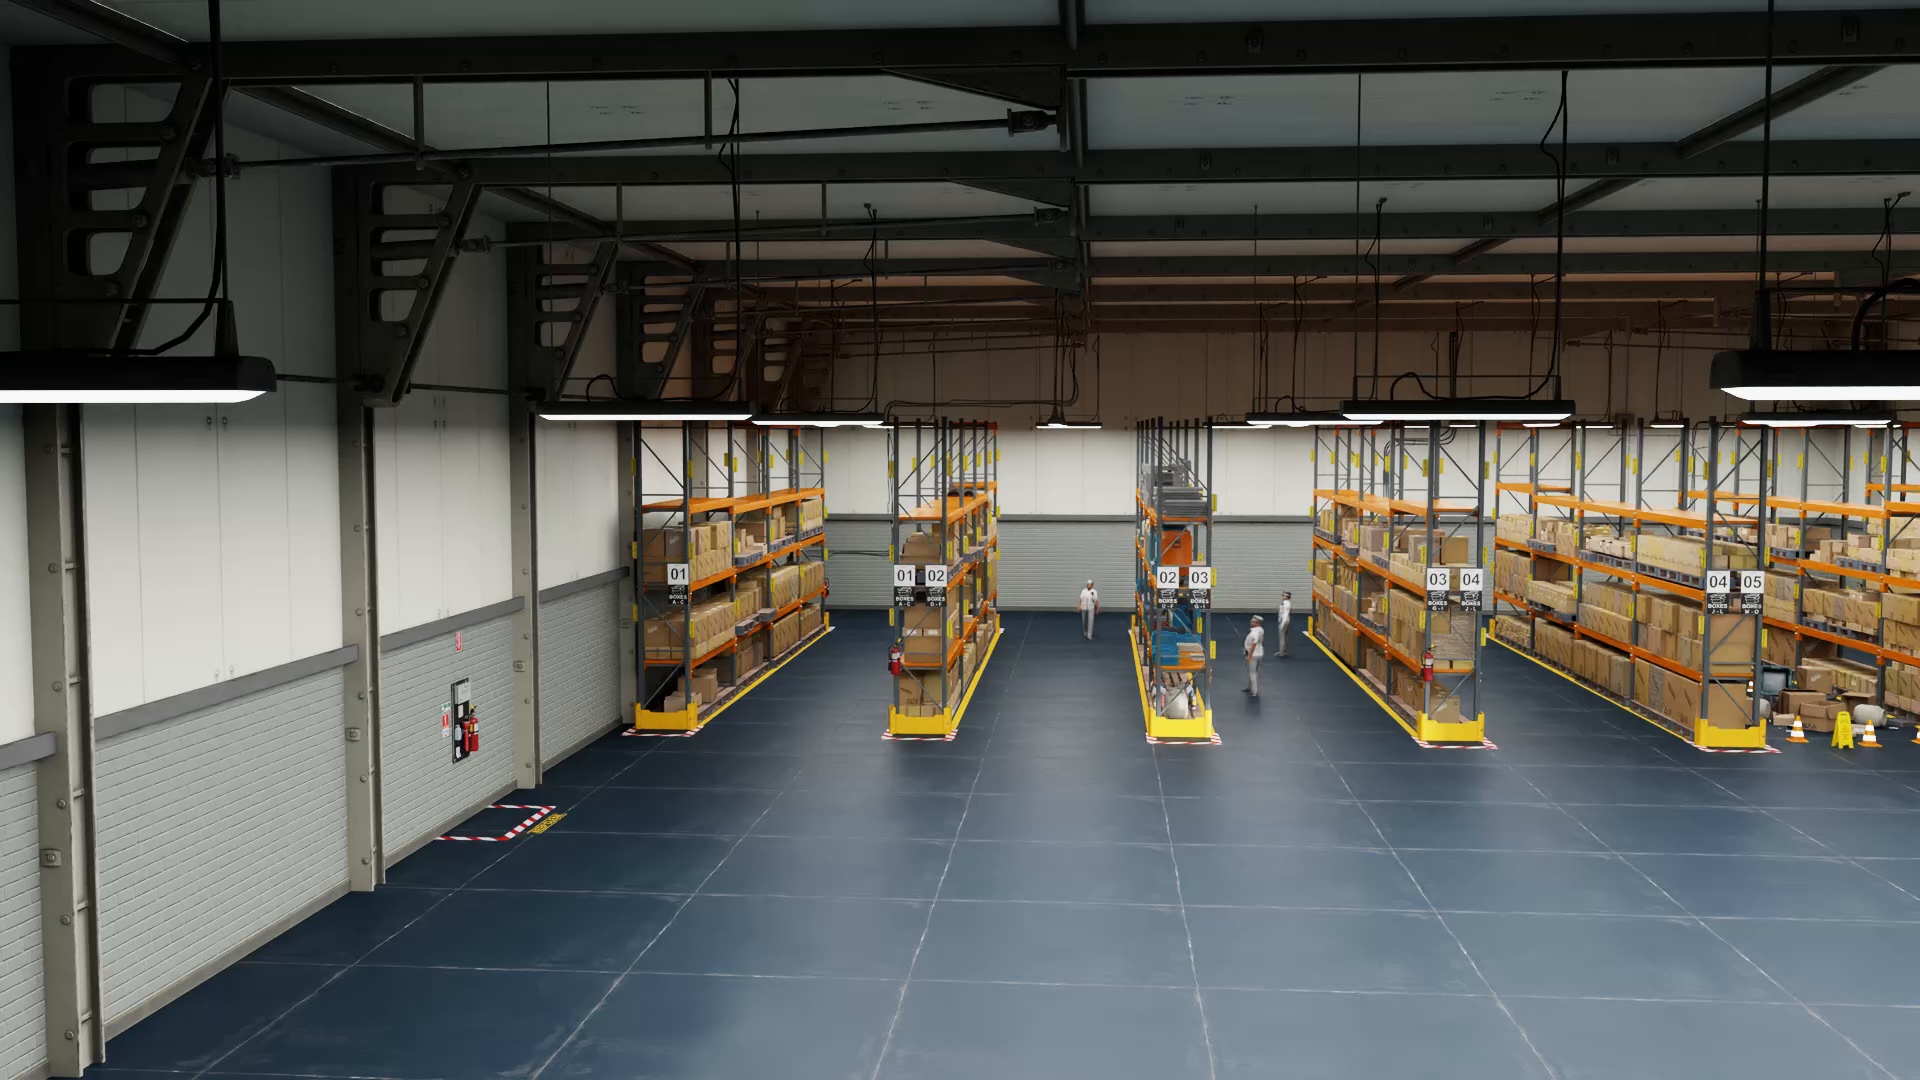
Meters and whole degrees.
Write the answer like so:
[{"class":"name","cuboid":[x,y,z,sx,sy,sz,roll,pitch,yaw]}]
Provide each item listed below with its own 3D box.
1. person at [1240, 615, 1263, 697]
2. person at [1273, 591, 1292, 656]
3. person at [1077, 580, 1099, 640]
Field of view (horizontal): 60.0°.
[{"class":"person","cuboid":[6.292,2.493,36.113,0.633,1.772,0.551,3,5,40]},{"class":"person","cuboid":[8.222,2.125,42.360,0.442,1.682,0.537,1,4,15]},{"class":"person","cuboid":[3.543,1.918,45.903,0.566,1.613,0.985,1,4,16]}]
